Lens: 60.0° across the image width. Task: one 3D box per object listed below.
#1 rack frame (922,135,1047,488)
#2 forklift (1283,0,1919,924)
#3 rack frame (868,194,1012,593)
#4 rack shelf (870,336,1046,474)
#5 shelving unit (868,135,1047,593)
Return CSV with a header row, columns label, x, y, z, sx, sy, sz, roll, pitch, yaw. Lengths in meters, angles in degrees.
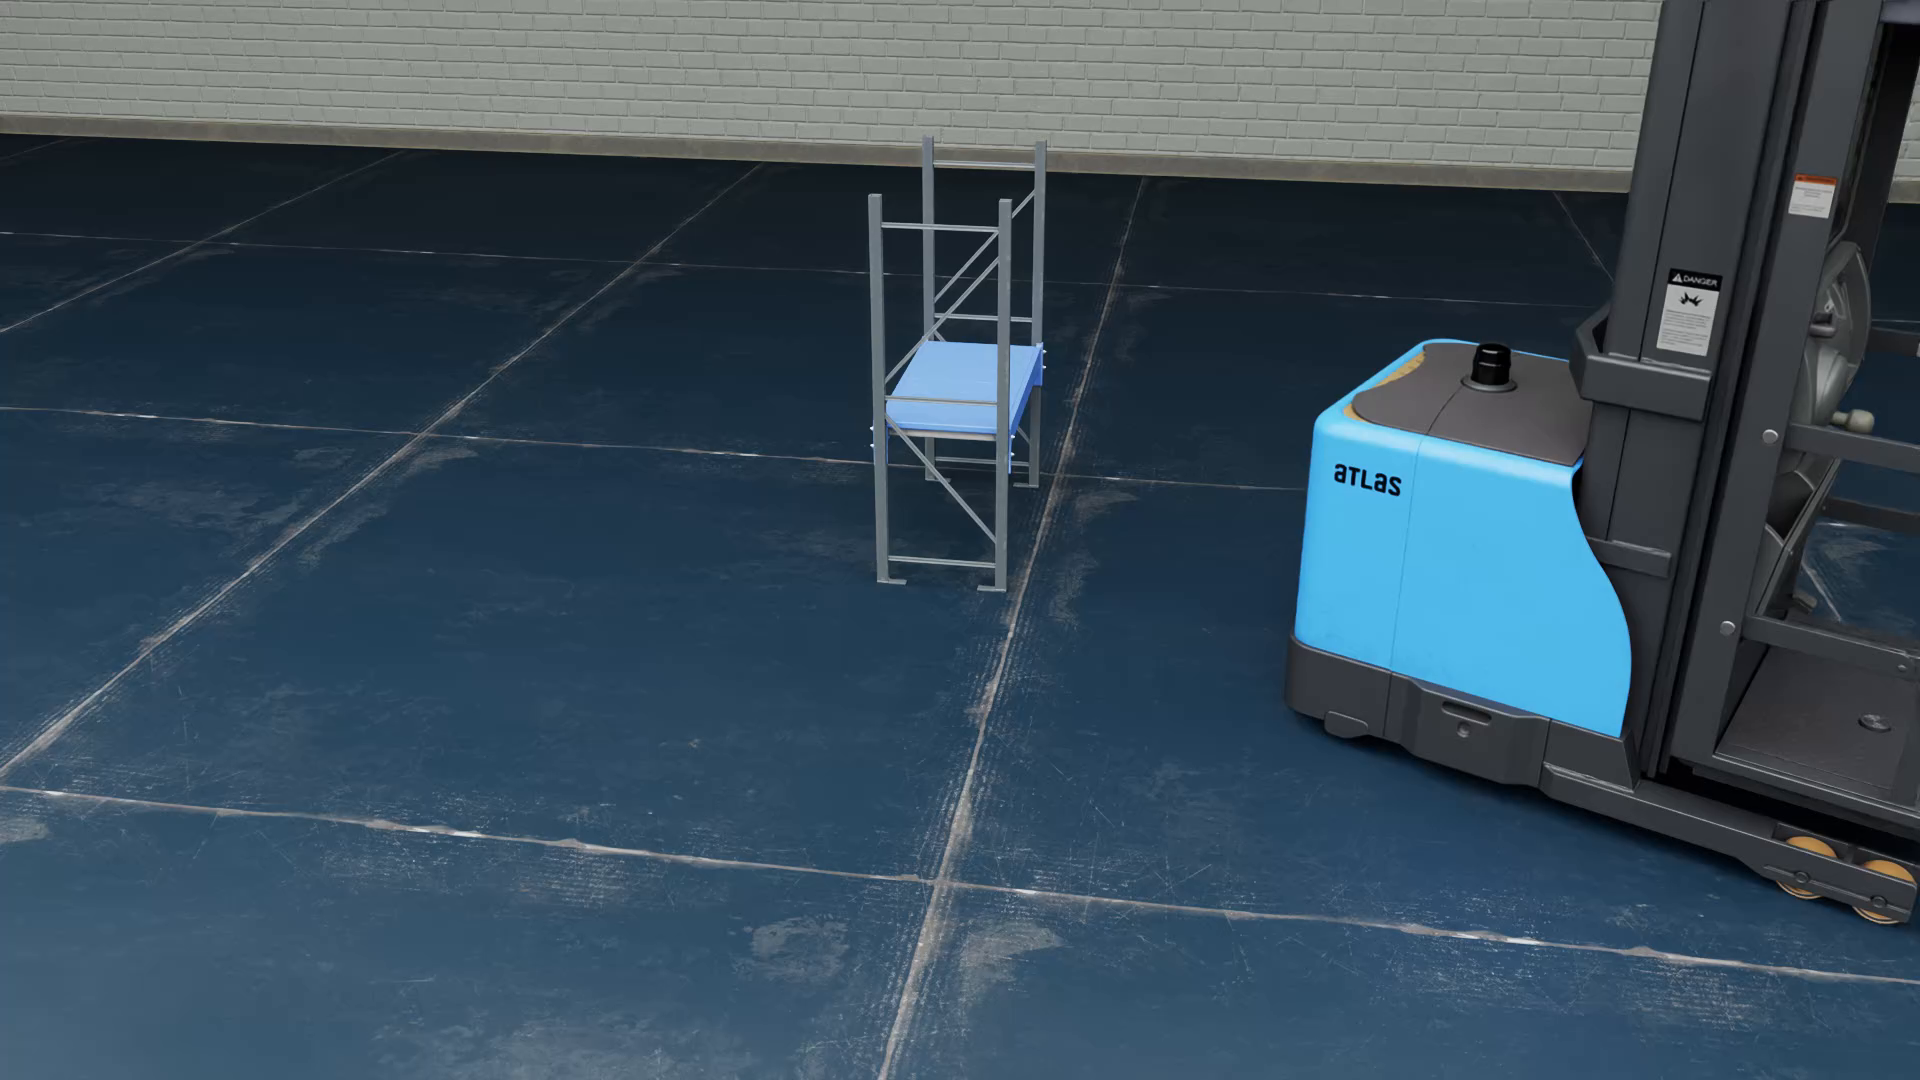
label,x,y,z,sx,sy,sz,roll,pitch,yaw
rack frame,0.097,-0.928,6.962,0.500,1.500,0.032,4,25,9
forklift,2.564,-0.542,4.450,3.031,2.935,1.130,16,30,31
rack frame,-0.069,-0.502,6.054,0.500,1.500,0.032,4,25,9
rack shelf,0.014,-0.552,6.585,0.538,0.185,1.000,4,25,9
shelving unit,0.014,-0.715,6.508,0.538,1.500,1.048,4,25,9
